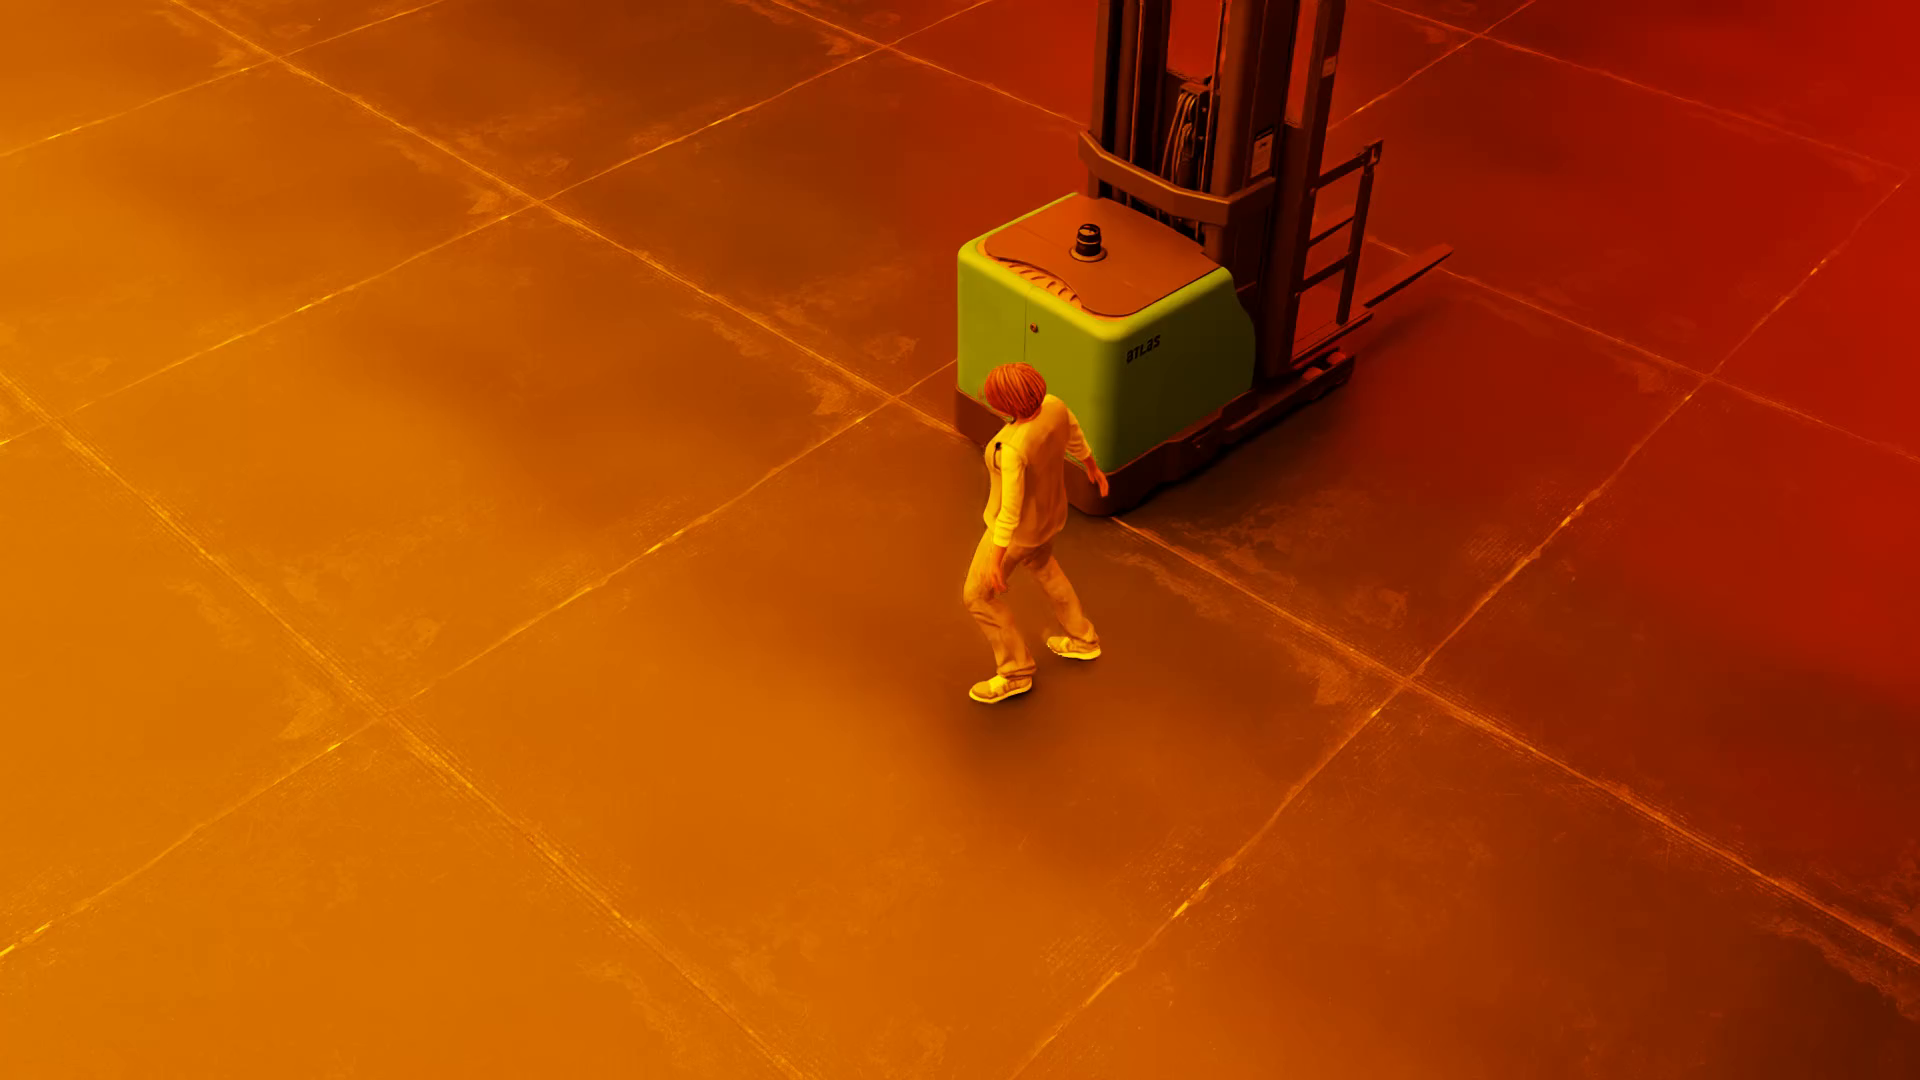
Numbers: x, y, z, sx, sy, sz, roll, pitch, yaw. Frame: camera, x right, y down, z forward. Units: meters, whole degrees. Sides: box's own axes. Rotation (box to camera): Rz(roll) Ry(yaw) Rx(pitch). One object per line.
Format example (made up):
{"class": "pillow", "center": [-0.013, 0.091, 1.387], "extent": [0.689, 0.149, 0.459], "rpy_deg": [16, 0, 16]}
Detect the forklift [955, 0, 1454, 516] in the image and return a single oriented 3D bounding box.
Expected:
{"class": "forklift", "center": [1.400, -2.058, 7.827], "extent": [3.031, 2.935, 1.130], "rpy_deg": [-31, 49, -31]}

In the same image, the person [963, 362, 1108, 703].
{"class": "person", "center": [0.343, -0.062, 6.602], "extent": [0.440, 1.553, 0.747], "rpy_deg": [27, 47, 28]}
